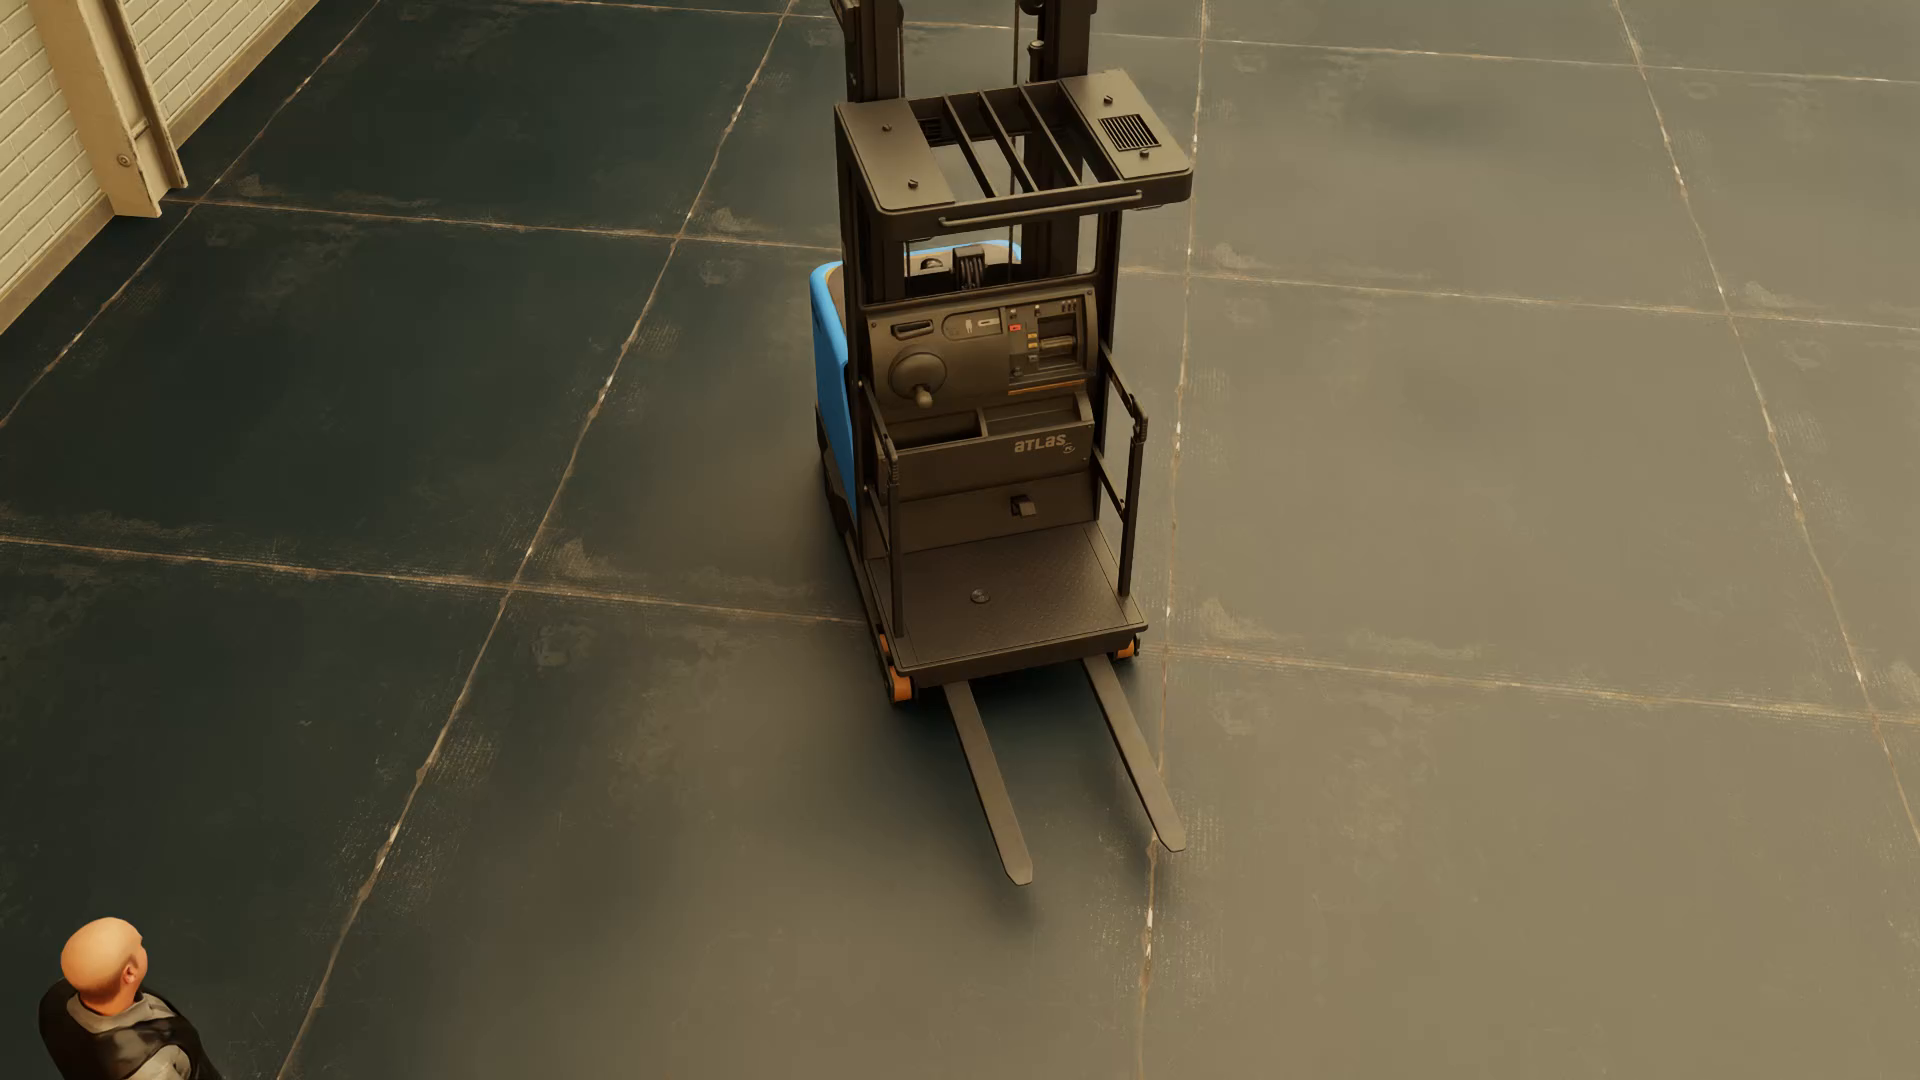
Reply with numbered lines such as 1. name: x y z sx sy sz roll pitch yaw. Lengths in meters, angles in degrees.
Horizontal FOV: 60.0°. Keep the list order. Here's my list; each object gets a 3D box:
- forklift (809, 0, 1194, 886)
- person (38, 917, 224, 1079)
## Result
1. forklift: 0.153 -0.681 6.465 1.130 2.935 3.031 -10 44 -11
2. person: -2.286 1.666 4.824 0.784 1.696 0.400 26 49 26
